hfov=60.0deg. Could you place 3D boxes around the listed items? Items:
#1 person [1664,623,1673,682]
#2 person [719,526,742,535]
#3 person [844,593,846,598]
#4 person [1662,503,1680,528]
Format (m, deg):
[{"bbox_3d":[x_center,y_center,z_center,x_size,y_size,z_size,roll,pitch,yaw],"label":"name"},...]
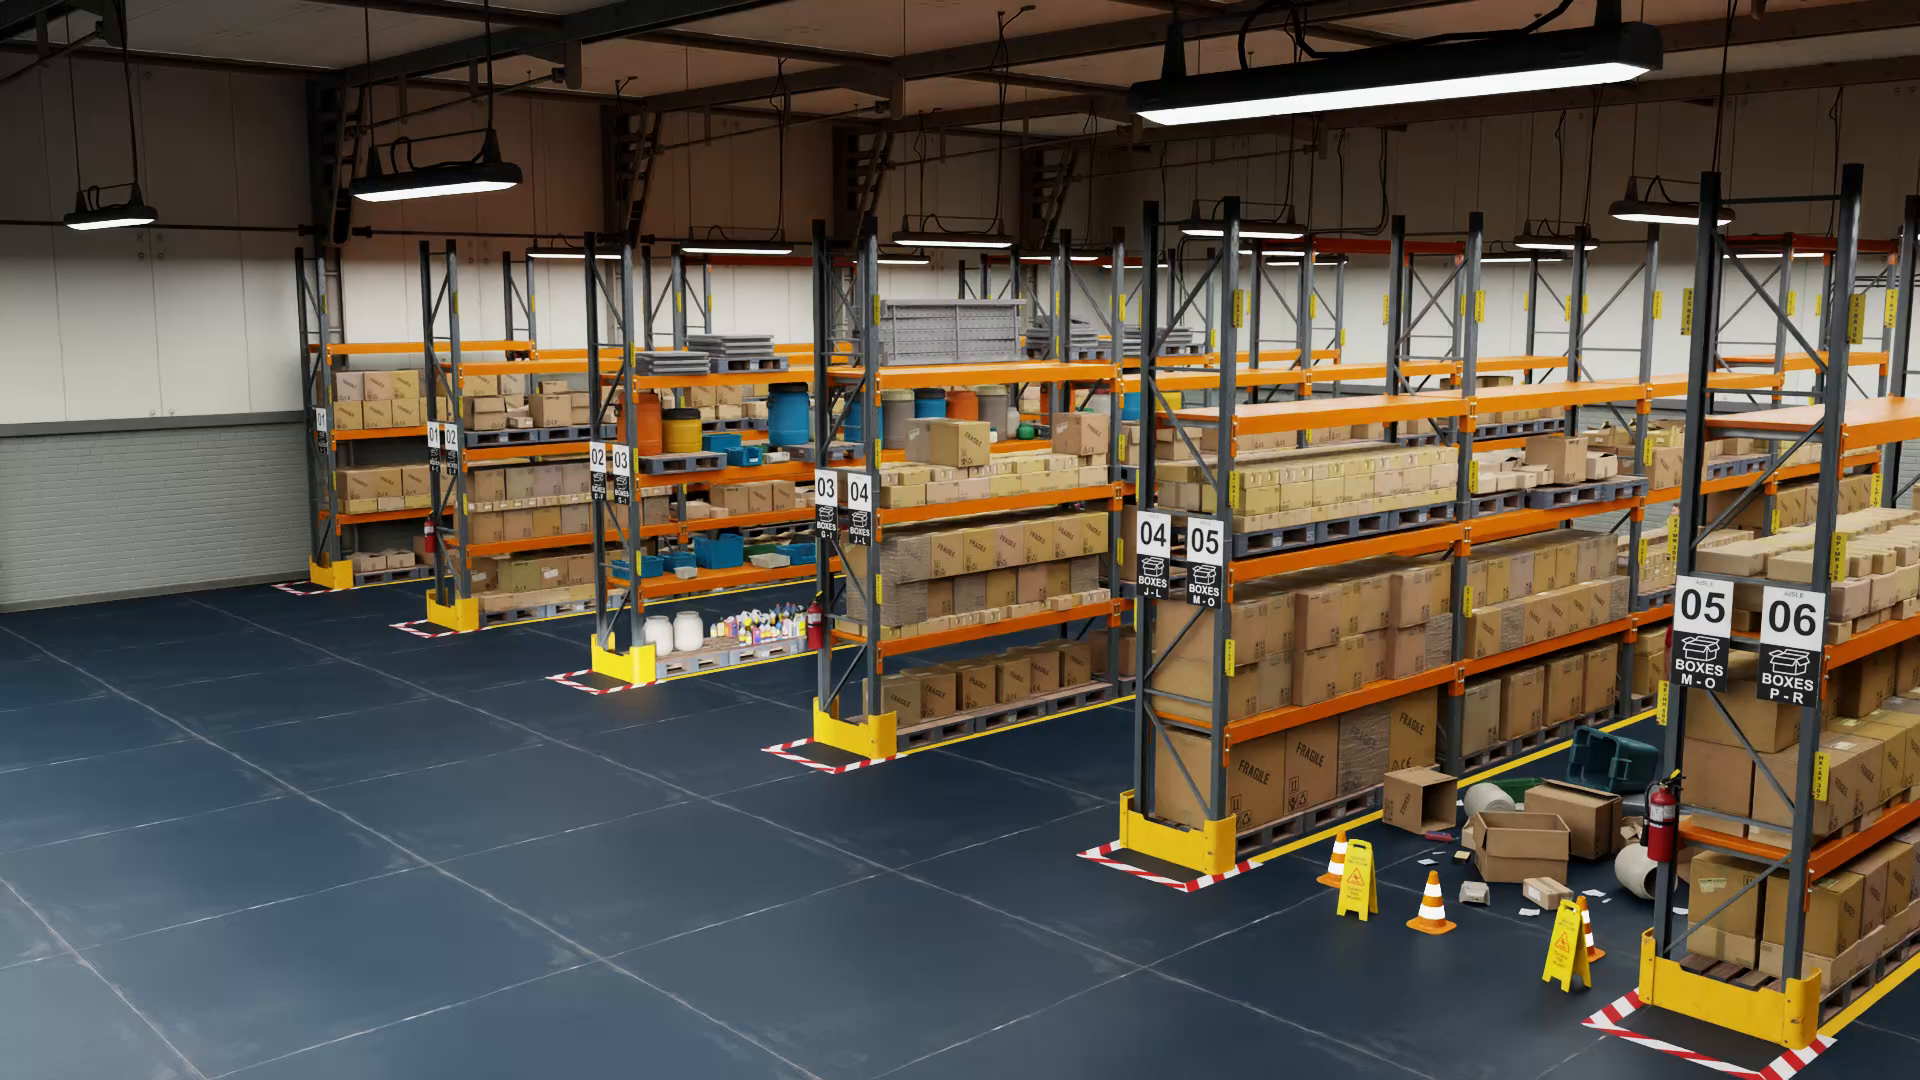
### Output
[{"bbox_3d":[8.250,1.558,18.891,0.532,1.724,0.586,-6,10,-34],"label":"person"},{"bbox_3d":[-4.440,-0.255,31.598,0.605,1.621,0.537,-7,11,-39],"label":"person"},{"bbox_3d":[-1.531,0.166,26.591,0.515,1.633,0.779,-3,9,-19],"label":"person"},{"bbox_3d":[12.299,0.165,28.642,0.516,1.611,1.082,8,12,44],"label":"person"}]
